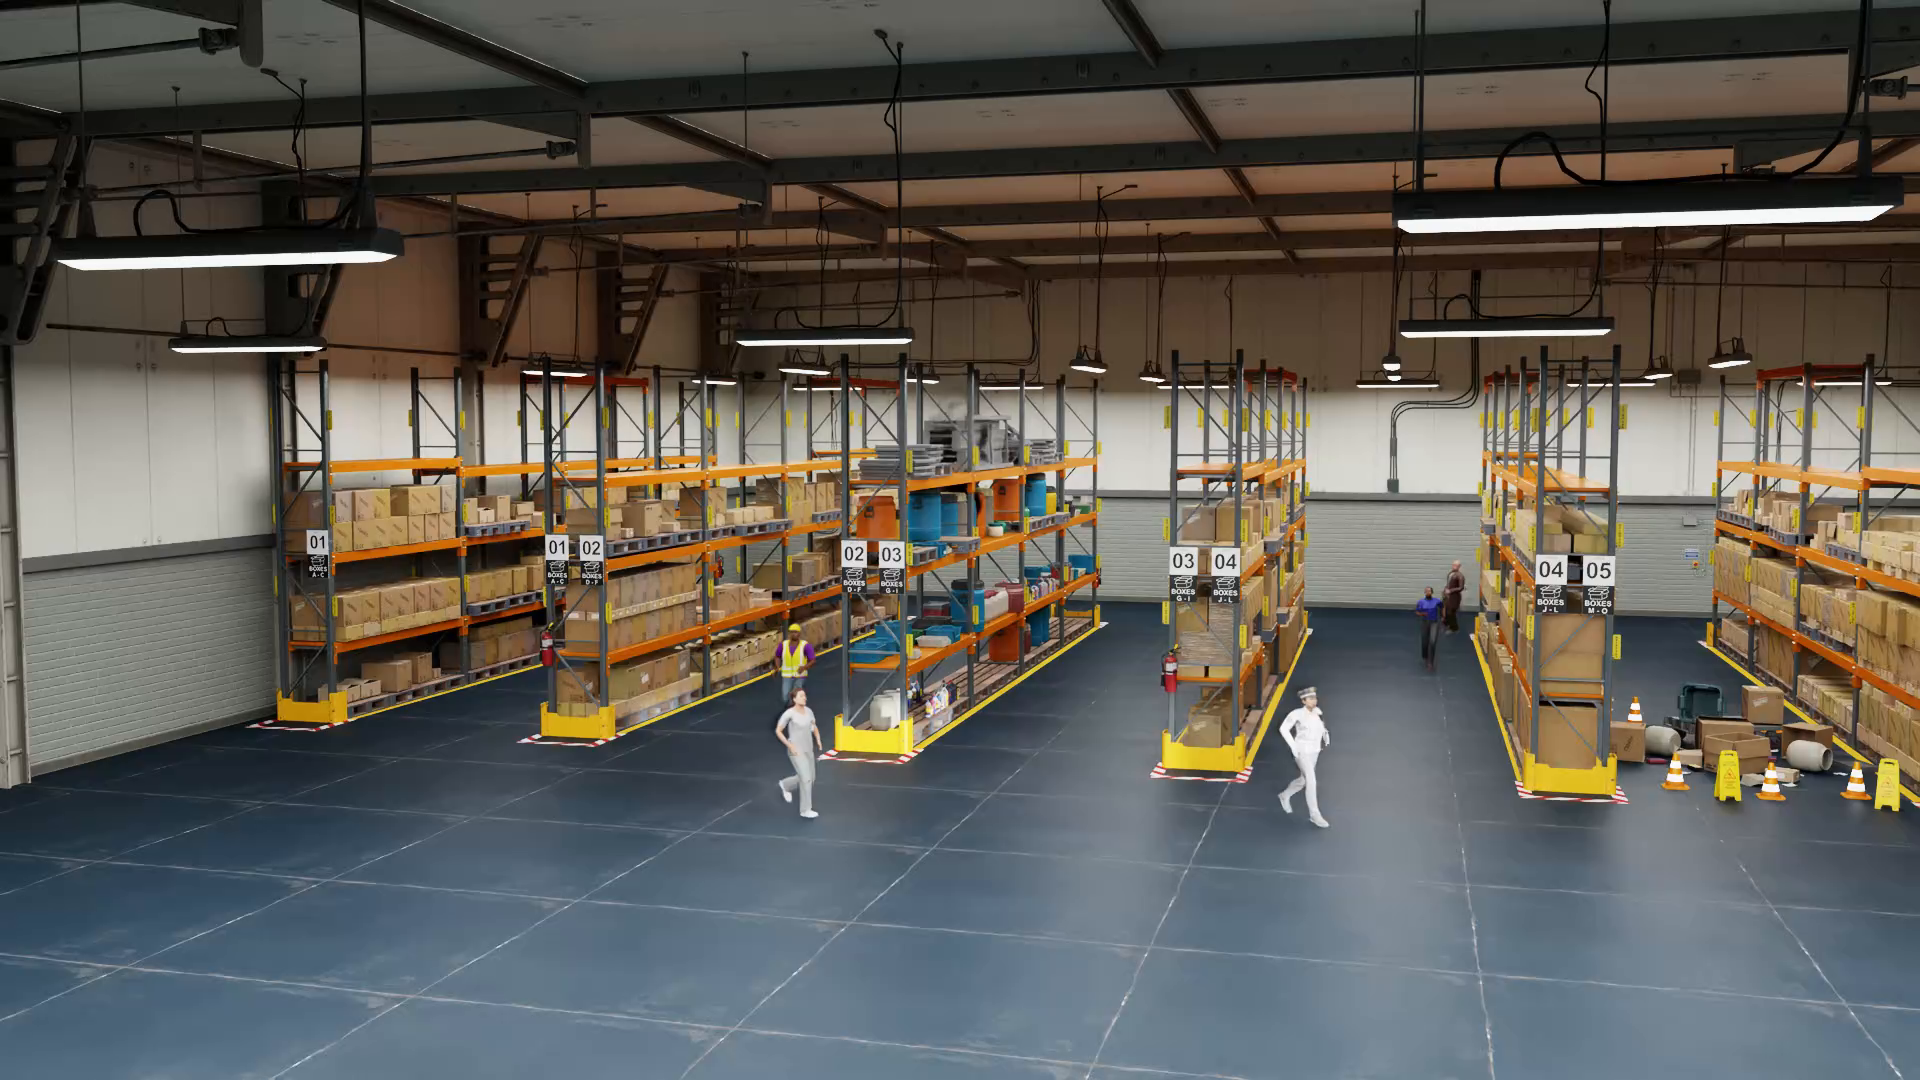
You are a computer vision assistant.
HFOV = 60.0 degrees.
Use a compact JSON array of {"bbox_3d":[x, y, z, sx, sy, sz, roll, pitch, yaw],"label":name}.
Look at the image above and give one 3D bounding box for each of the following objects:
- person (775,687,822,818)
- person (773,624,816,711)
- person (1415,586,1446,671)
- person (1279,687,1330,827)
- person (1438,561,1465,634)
[{"bbox_3d":[-2.067,2.666,21.064,0.770,1.632,0.600,4,6,44],"label":"person"},{"bbox_3d":[-2.684,2.213,26.818,0.706,1.719,0.575,0,4,4],"label":"person"},{"bbox_3d":[9.494,1.774,33.609,0.583,1.684,0.867,1,4,19],"label":"person"},{"bbox_3d":[4.305,2.643,20.671,0.611,1.691,0.882,-3,5,-34],"label":"person"},{"bbox_3d":[11.475,1.349,38.755,0.631,1.741,0.703,-2,5,-25],"label":"person"}]
